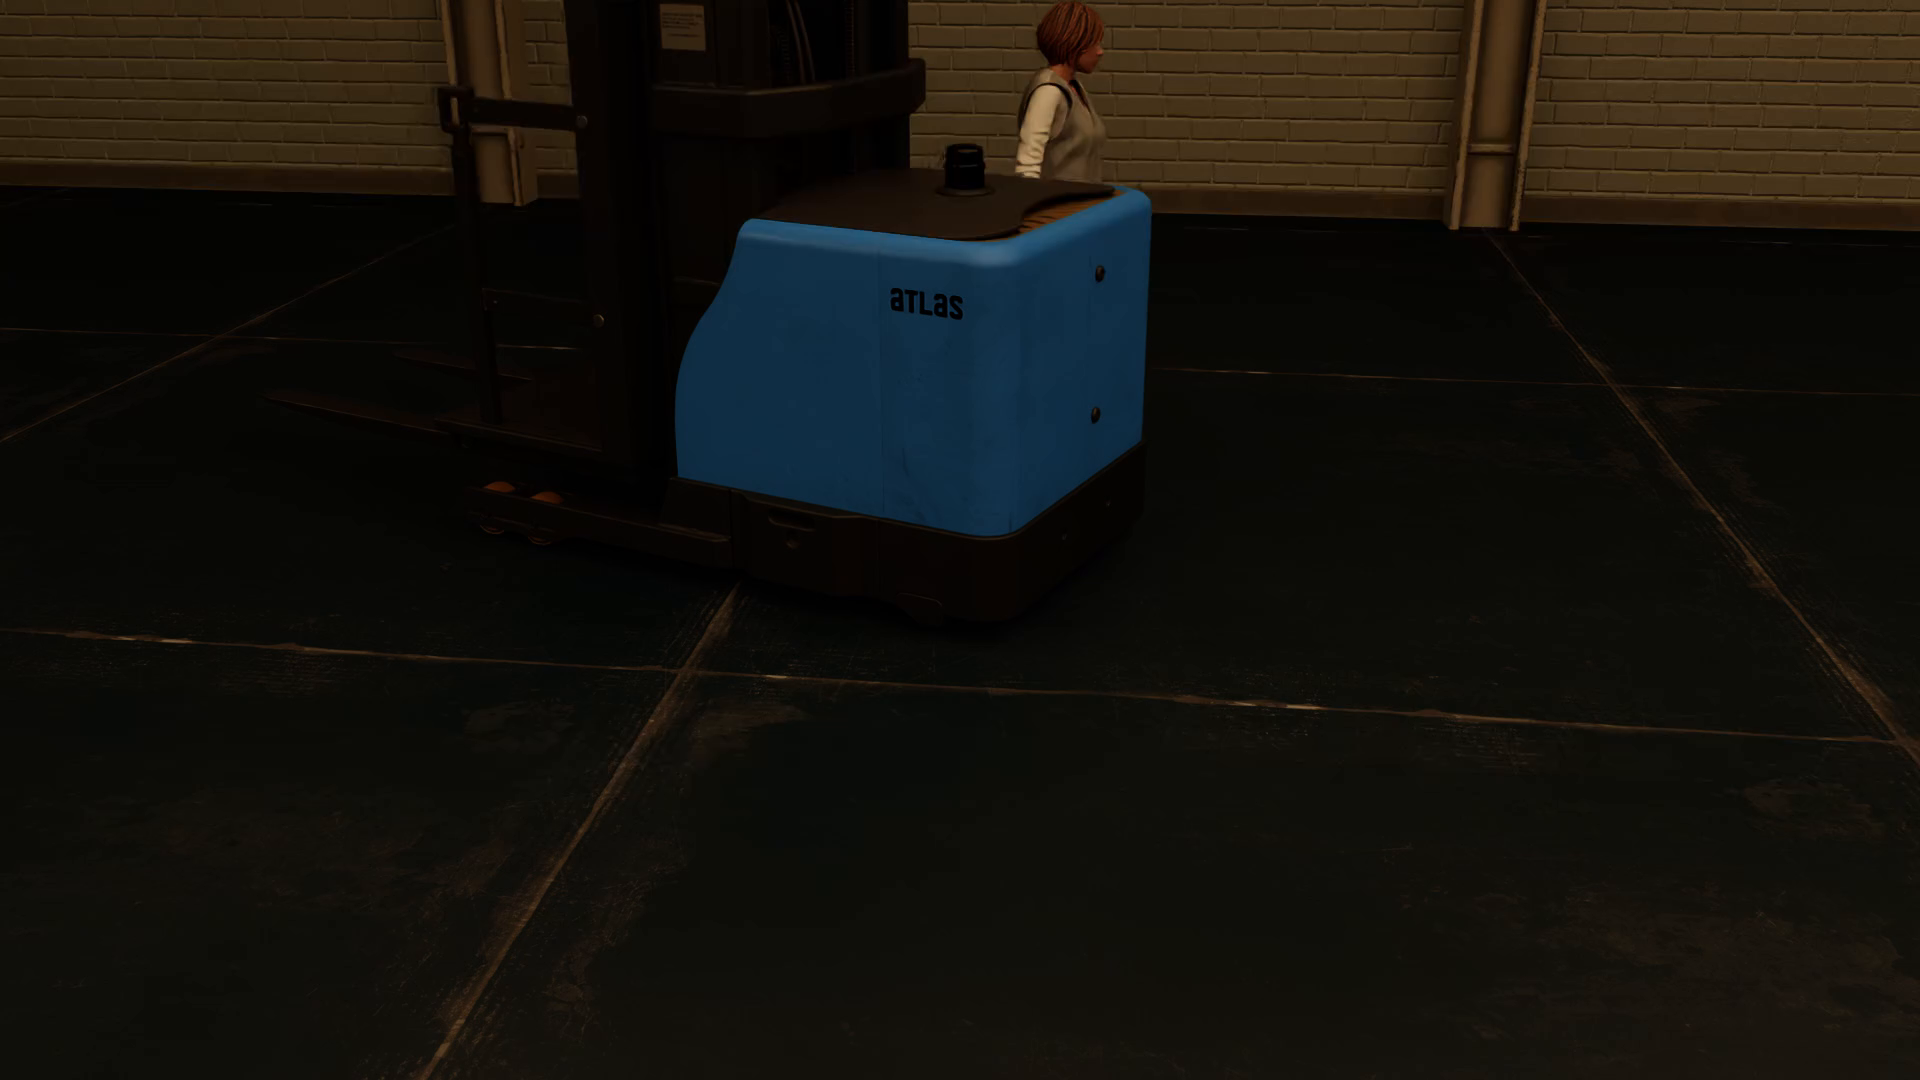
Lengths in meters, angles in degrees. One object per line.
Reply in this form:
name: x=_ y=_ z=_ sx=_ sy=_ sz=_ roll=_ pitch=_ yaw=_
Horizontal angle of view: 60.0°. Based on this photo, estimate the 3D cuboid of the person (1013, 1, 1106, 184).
person: x=0.307 y=-1.019 z=5.712 sx=0.359 sy=1.572 sz=0.689 roll=8 pitch=23 yaw=19

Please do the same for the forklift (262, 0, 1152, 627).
forklift: x=-0.968 y=-1.501 z=4.980 sx=3.031 sy=2.935 sz=1.130 roll=11 pitch=25 yaw=26
